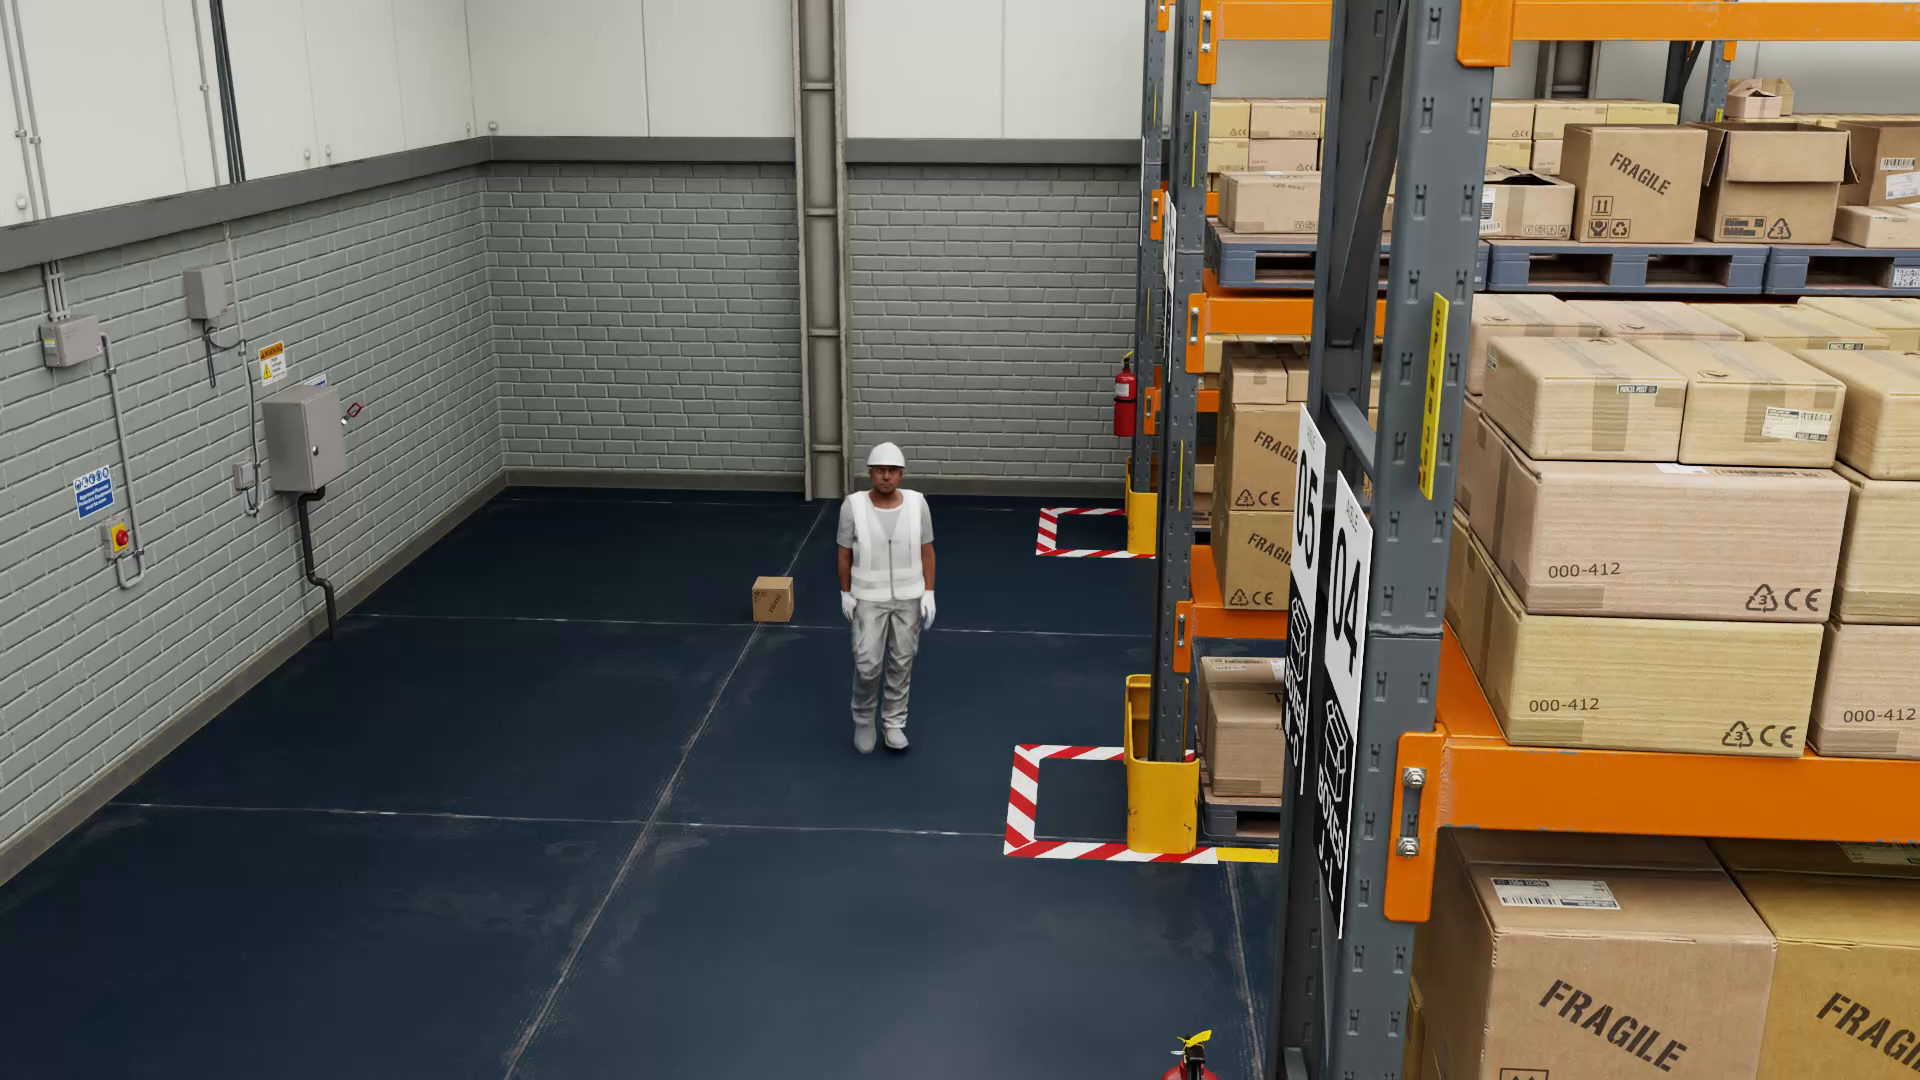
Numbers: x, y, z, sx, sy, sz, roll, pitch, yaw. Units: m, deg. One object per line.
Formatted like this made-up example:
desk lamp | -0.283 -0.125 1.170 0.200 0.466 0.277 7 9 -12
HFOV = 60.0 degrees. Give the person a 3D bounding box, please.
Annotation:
person | -0.394 0.355 9.348 0.544 1.814 0.454 -4 18 -13
